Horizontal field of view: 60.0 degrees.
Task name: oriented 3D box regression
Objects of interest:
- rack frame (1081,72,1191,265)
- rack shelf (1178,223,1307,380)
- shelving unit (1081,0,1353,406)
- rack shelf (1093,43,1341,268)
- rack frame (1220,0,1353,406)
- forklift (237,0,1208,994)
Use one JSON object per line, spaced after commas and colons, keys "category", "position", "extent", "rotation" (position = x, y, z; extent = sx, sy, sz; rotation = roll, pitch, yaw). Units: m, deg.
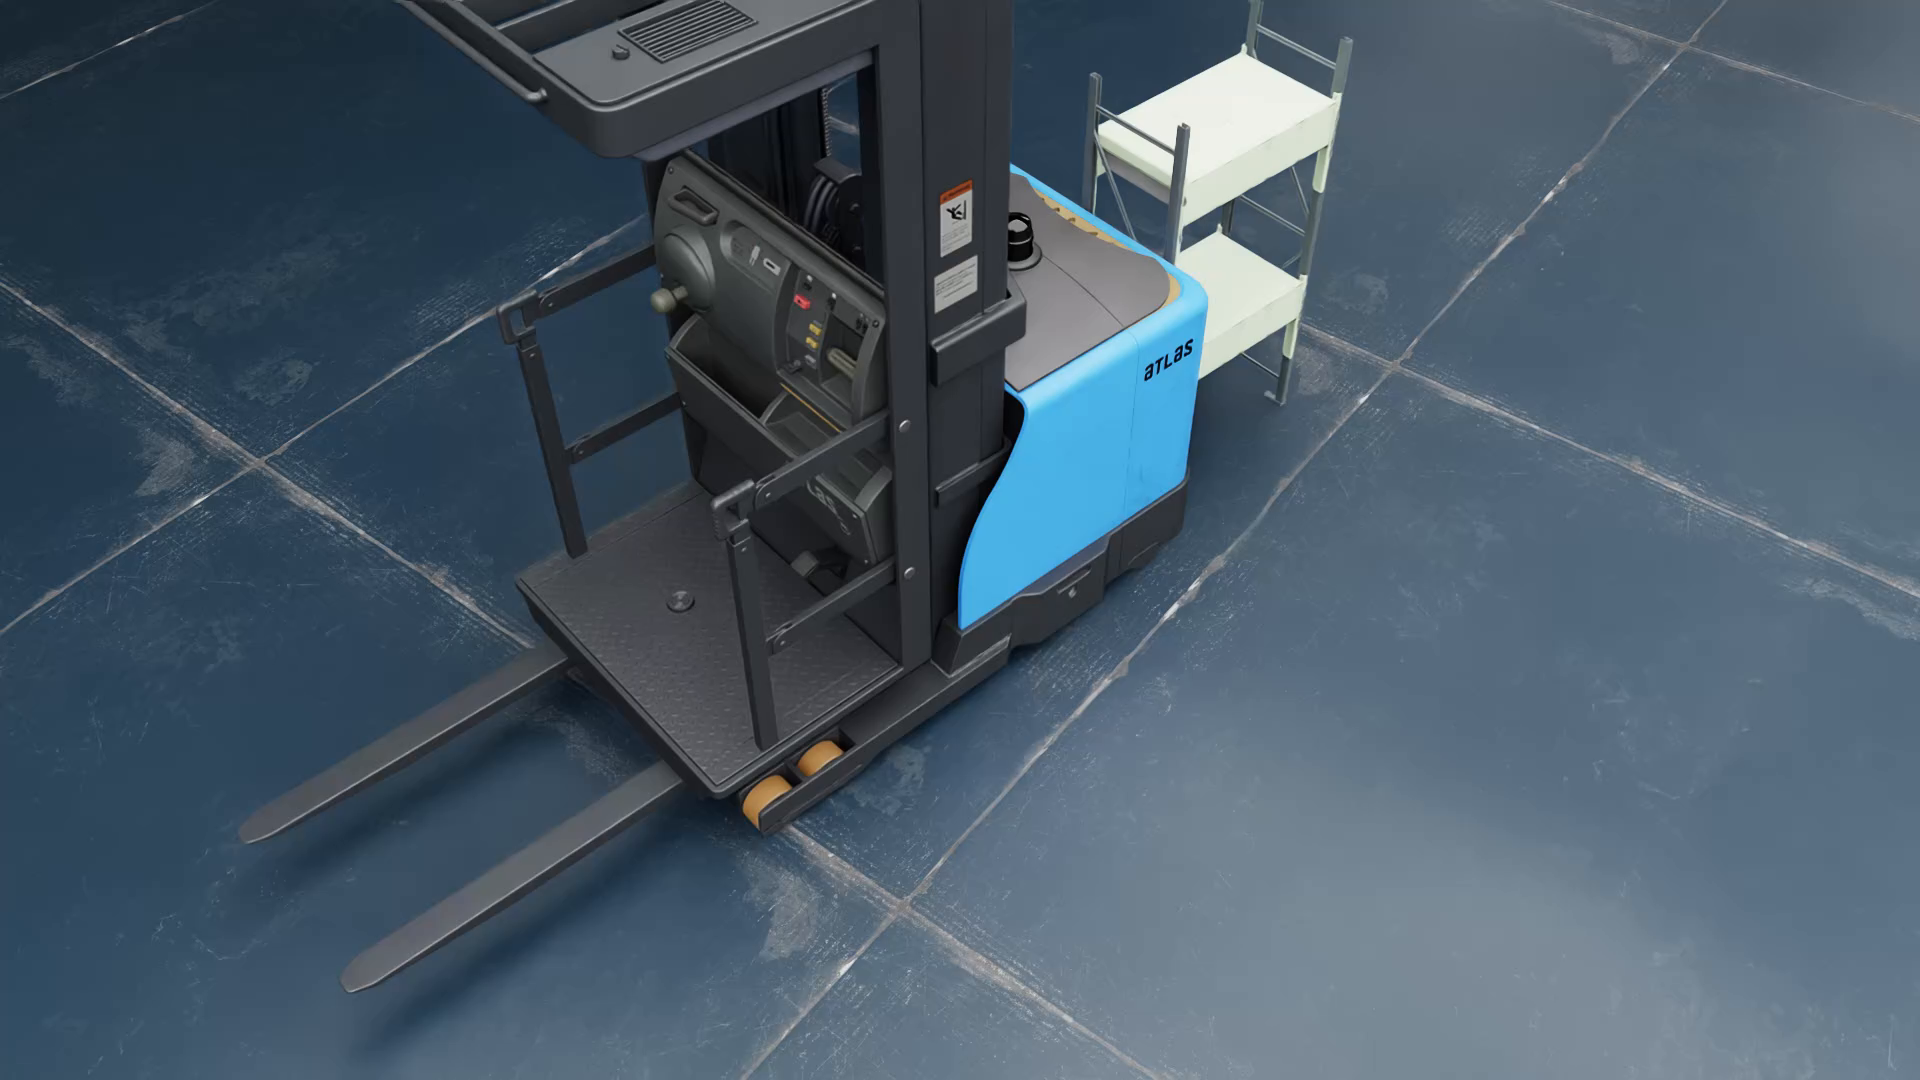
{"category": "rack frame", "position": [0.530, -0.783, 5.461], "extent": [0.023, 1.500, 0.400], "rotation": [-32, 54, -27]}
{"category": "rack shelf", "position": [0.805, -0.733, 5.863], "extent": [0.720, 0.370, 0.431], "rotation": [-32, 54, -27]}
{"category": "shelving unit", "position": [0.805, -0.958, 5.628], "extent": [0.755, 1.500, 0.431], "rotation": [-32, 54, -27]}
{"category": "rack shelf", "position": [0.805, -1.227, 5.346], "extent": [0.720, 0.370, 0.431], "rotation": [-32, 54, -27]}
{"category": "rack frame", "position": [1.079, -1.133, 5.795], "extent": [0.023, 1.500, 0.400], "rotation": [-32, 54, -27]}
{"category": "forklift", "position": [-0.673, -0.584, 4.281], "extent": [3.031, 2.935, 1.130], "rotation": [-32, 54, -27]}
